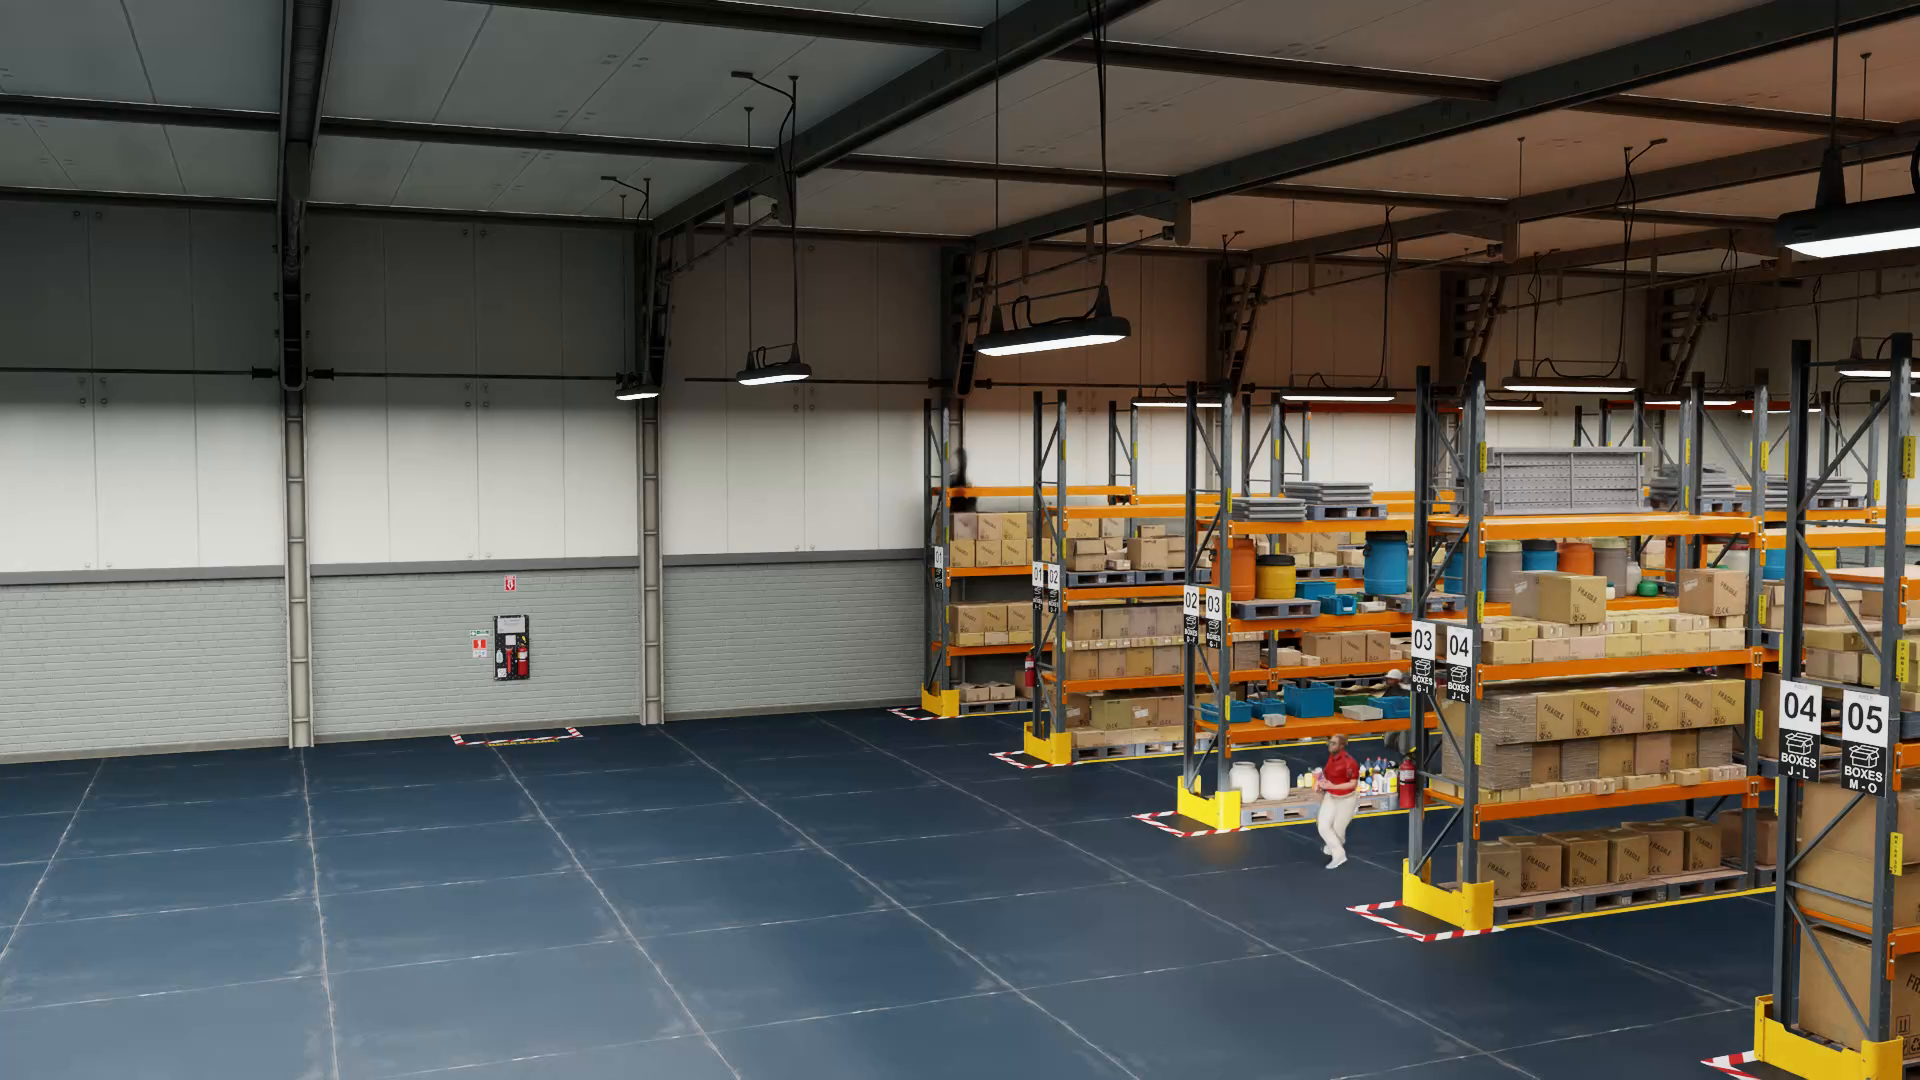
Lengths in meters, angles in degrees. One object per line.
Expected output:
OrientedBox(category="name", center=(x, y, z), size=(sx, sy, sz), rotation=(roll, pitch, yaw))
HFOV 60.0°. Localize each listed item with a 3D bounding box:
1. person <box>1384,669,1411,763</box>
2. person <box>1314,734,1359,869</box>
OrientedBox(category="person", center=(6.761, 2.819, 25.643), size=(0.714, 1.683, 0.671), rotation=(-2, 4, -36))
OrientedBox(category="person", center=(4.646, 3.168, 20.330), size=(0.691, 1.672, 0.779), rotation=(-3, 4, -39))
